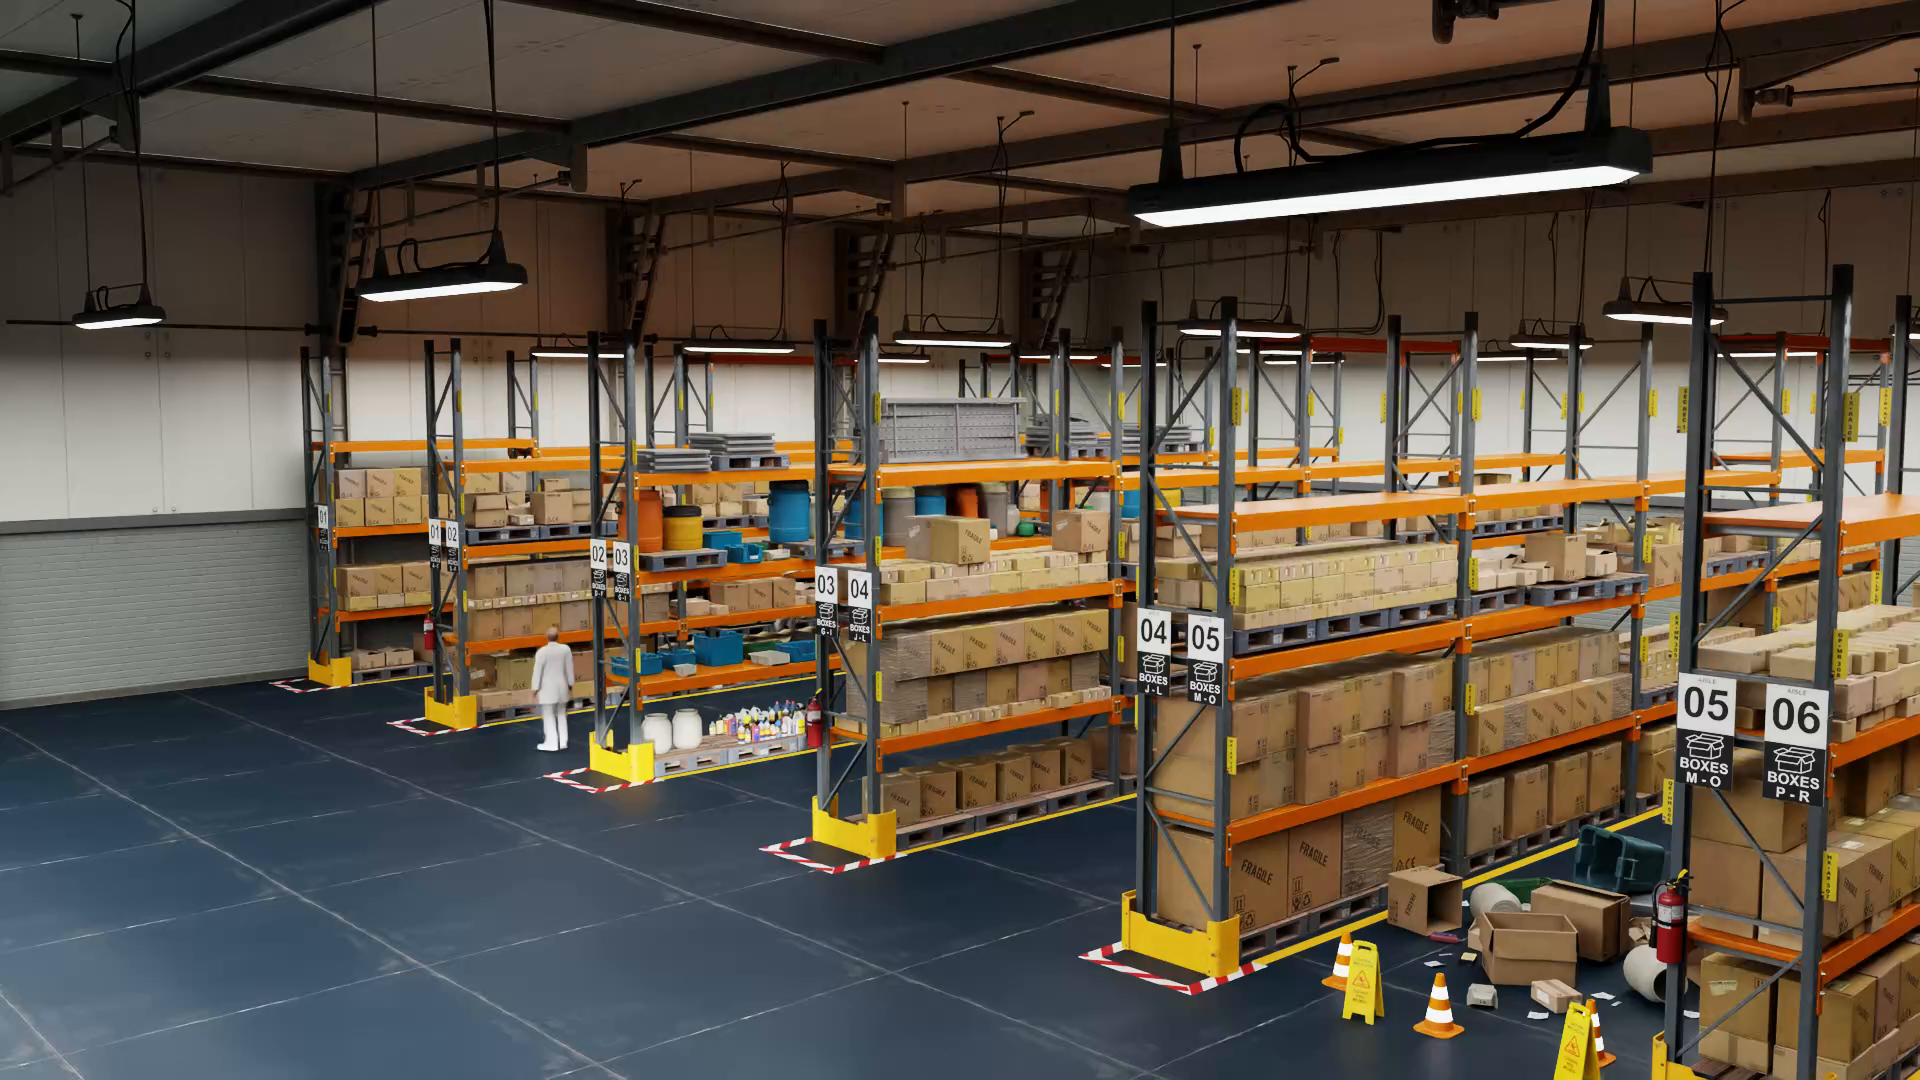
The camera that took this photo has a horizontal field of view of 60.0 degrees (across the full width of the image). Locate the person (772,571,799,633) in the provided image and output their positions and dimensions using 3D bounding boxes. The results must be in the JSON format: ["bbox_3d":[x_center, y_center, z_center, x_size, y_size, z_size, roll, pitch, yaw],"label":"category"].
[{"bbox_3d":[-3.393,1.448,32.320,0.613,1.817,0.706,1,5,14],"label":"person"}]

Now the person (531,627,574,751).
[{"bbox_3d":[-5.894,2.167,24.095,0.418,1.824,0.699,5,7,44],"label":"person"}]
